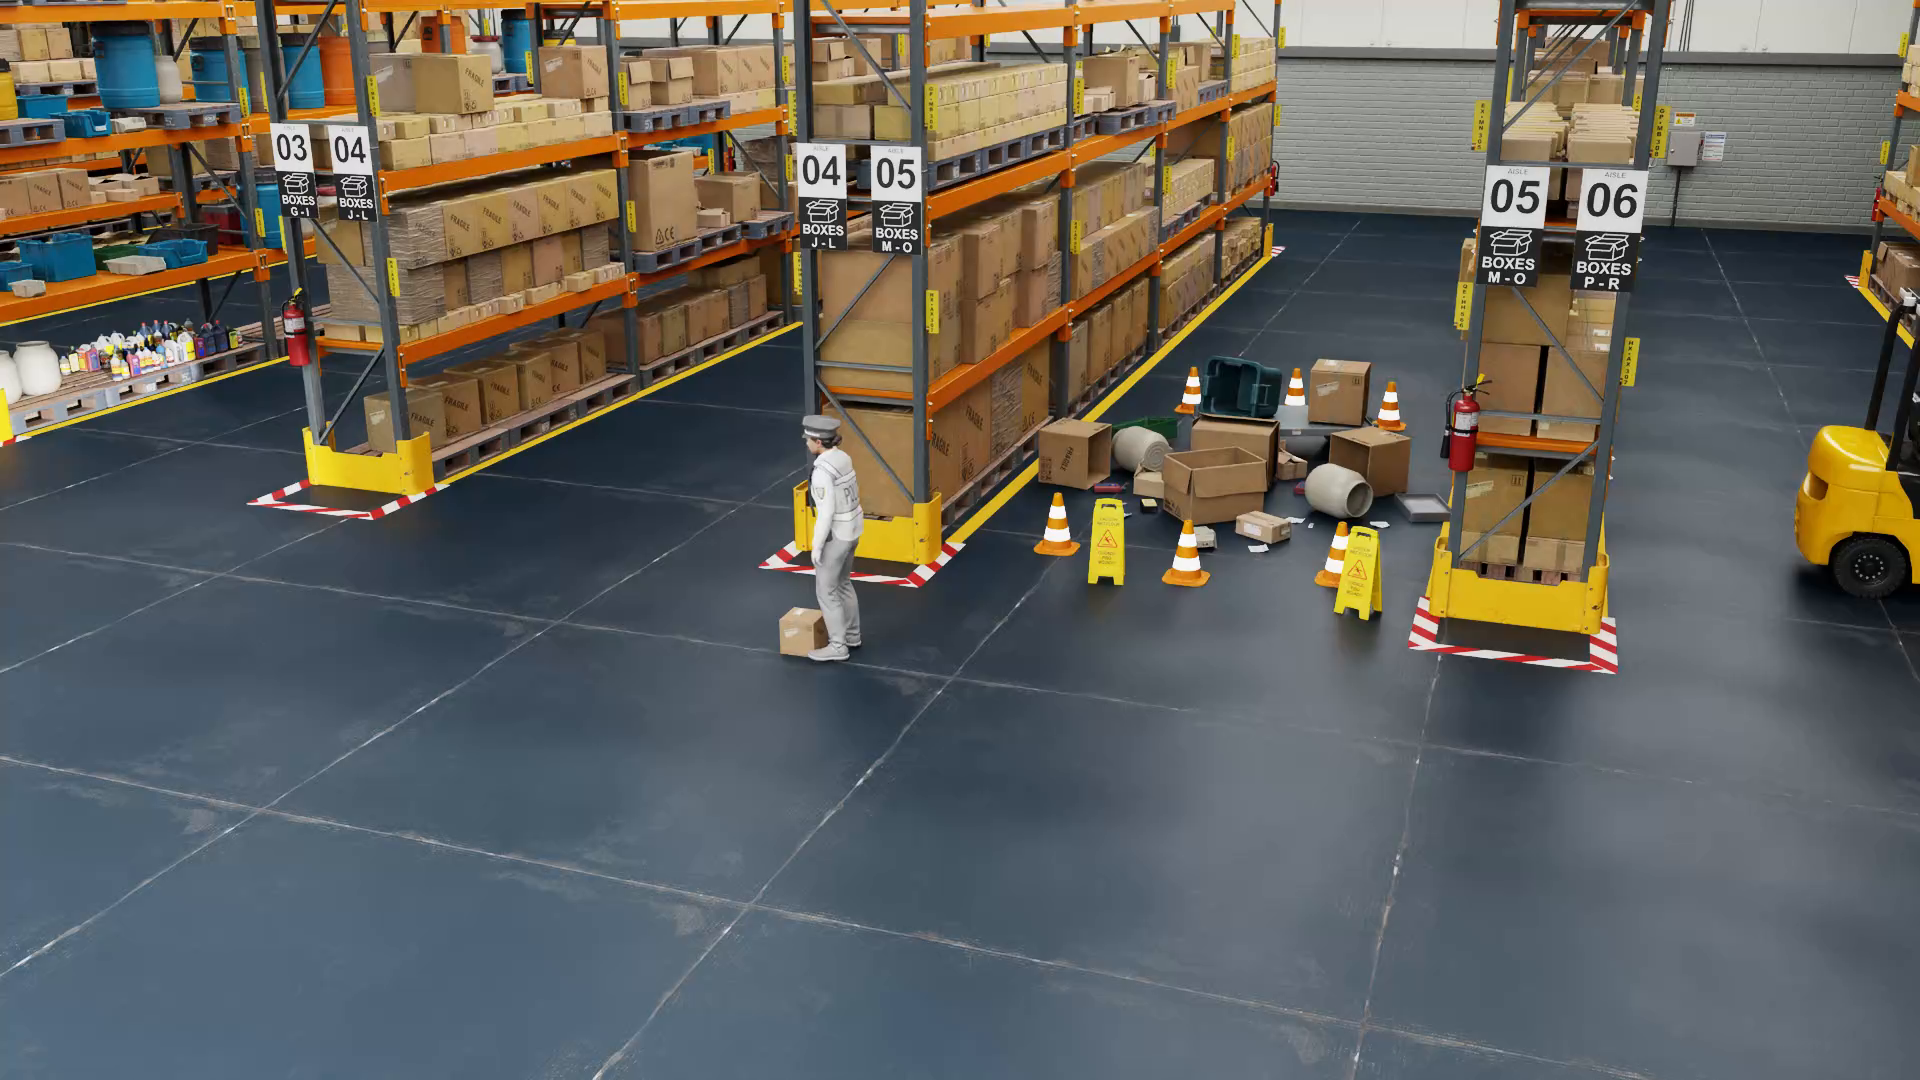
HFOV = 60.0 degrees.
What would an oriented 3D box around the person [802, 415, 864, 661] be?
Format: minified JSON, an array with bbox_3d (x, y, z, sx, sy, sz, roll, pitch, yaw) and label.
[{"bbox_3d":[-0.846,-0.012,11.094,0.377,1.663,0.538,6,20,17],"label":"person"}]
